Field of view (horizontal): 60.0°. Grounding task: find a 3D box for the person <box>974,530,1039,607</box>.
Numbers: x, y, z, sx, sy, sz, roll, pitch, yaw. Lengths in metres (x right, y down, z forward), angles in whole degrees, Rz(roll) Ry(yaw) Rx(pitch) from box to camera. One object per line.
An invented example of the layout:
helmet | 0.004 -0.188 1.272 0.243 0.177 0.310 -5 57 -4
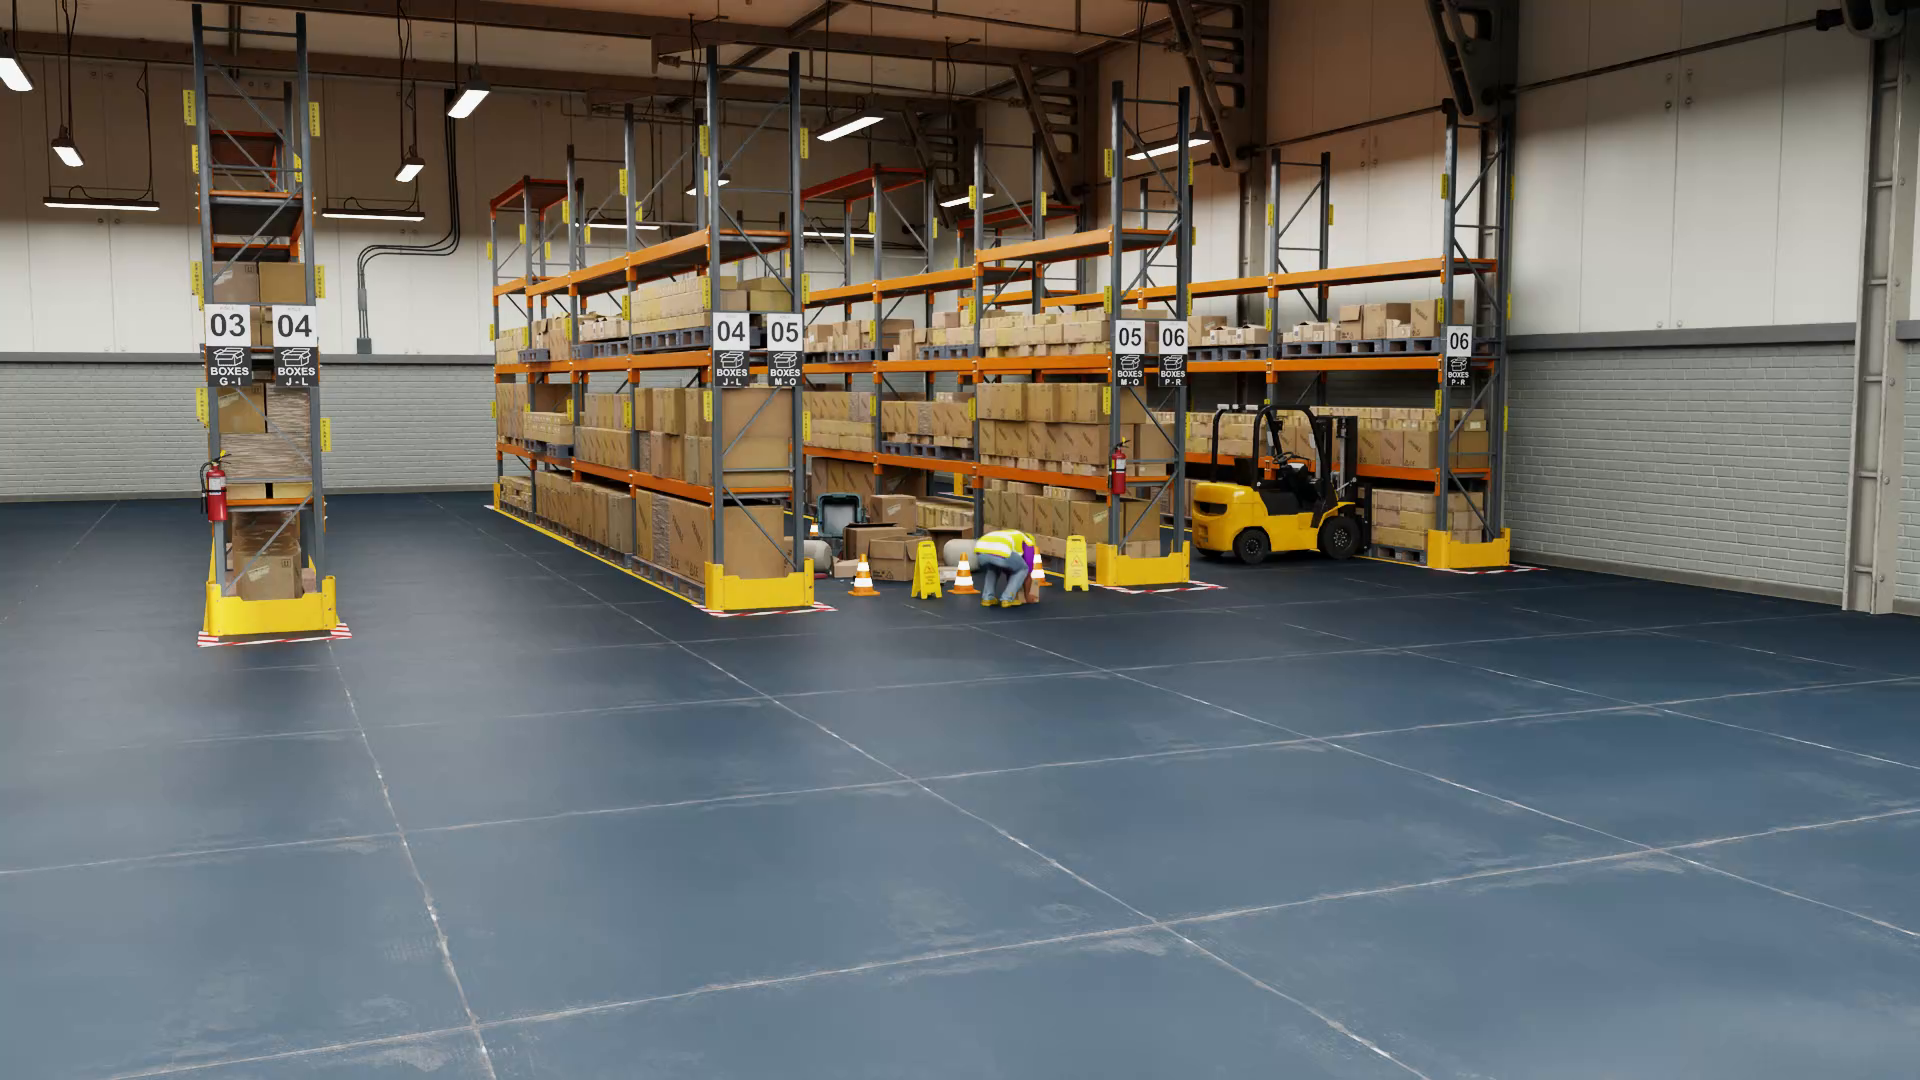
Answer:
person | 0.537 0.310 18.441 0.511 0.850 0.981 4 6 34
